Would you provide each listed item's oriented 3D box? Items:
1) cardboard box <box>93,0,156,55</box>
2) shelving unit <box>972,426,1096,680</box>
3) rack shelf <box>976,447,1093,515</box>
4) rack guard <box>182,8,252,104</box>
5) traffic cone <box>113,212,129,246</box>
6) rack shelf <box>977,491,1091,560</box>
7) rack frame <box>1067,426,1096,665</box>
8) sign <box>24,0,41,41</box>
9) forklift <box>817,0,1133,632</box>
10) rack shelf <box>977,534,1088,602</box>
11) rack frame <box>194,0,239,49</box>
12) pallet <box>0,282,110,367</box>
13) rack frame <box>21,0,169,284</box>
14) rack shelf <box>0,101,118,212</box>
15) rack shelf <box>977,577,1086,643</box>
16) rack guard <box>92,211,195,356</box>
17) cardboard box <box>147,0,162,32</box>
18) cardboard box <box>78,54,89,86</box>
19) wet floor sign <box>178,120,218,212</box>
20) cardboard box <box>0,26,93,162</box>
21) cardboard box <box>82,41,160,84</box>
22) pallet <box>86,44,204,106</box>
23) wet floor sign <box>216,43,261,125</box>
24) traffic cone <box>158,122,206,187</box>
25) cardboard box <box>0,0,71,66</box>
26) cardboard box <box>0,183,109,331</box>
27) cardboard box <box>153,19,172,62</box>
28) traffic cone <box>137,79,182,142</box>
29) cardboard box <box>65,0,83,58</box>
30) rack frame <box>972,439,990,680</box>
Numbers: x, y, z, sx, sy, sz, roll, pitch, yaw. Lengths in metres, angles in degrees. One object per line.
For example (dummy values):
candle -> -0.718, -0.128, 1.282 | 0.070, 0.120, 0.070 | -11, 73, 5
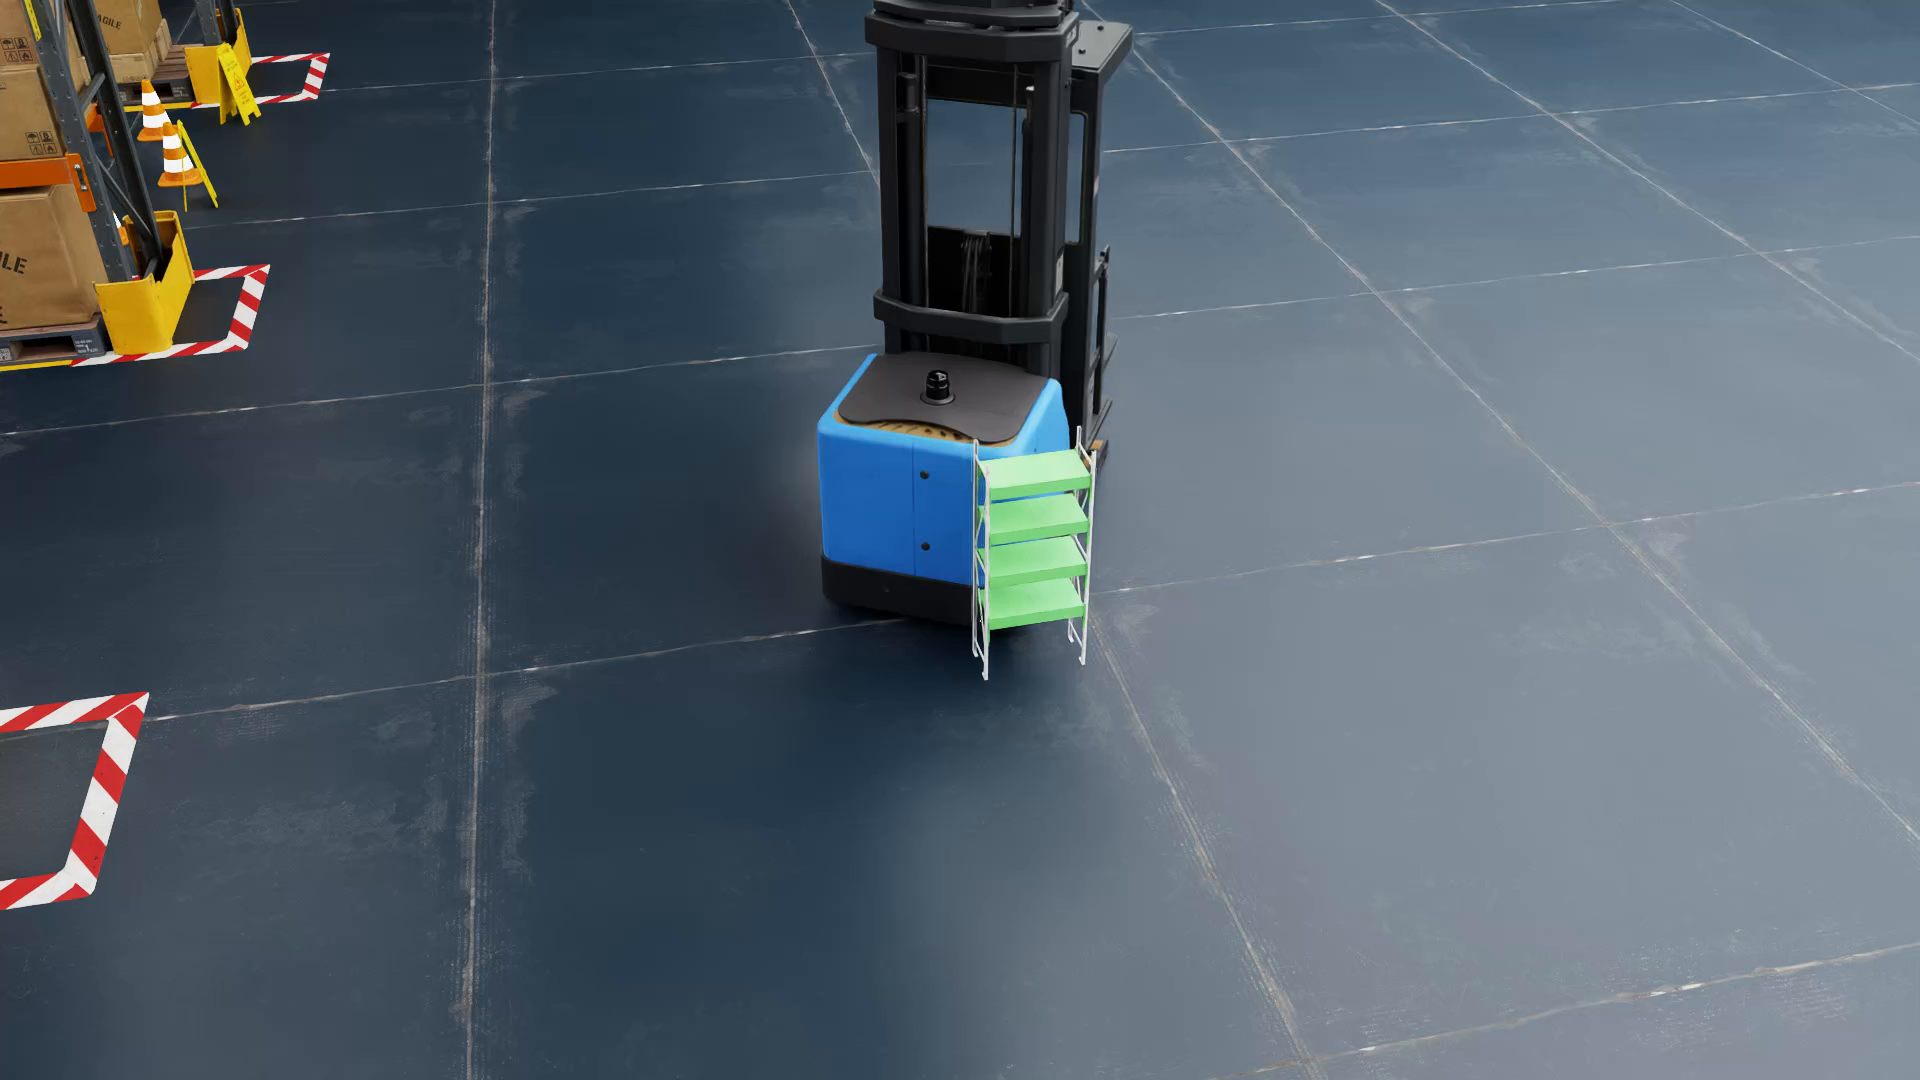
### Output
cardboard box -> -7.370, -4.547, 14.475 | 0.500, 0.500, 0.500 | -7, 34, -10
shelving unit -> 0.334, 0.076, 7.784 | 0.503, 1.200, 0.258 | -8, 35, -12
rack shelf -> 0.334, -0.270, 7.552 | 0.480, 0.148, 0.258 | -8, 35, -12
rack guard -> -6.720, -4.396, 15.075 | 0.348, 0.500, 1.175 | -7, 35, -11
traffic cone -> -6.287, -2.419, 12.162 | 0.334, 0.463, 0.336 | -7, 35, -11
rack shelf -> 0.334, -0.071, 7.685 | 0.480, 0.148, 0.258 | -8, 35, -12
rack frame -> 0.570, 0.043, 7.833 | 0.015, 1.200, 0.240 | -8, 35, -12
sign -> -5.350, -3.048, 9.572 | 0.005, 0.325, 0.100 | -7, 35, -11
forklift -> 0.224, -1.583, 8.701 | 1.130, 2.935, 3.031 | 10, 35, 14
rack shelf -> 0.334, 0.129, 7.819 | 0.480, 0.148, 0.258 | -8, 35, -12
rack frame -> -6.646, -5.443, 14.393 | 0.127, 3.000, 1.000 | -7, 35, -11
pallet -> -6.218, -1.467, 10.969 | 1.213, 0.211, 1.003 | -7, 35, -11
rack frame -> -5.456, -2.766, 10.402 | 0.127, 3.000, 1.000 | -7, 35, -11
rack shelf -> -7.407, -2.221, 10.236 | 4.000, 0.370, 1.077 | -7, 35, -11
rack shelf -> 0.334, 0.328, 7.953 | 0.480, 0.148, 0.258 | -8, 35, -12
rack guard -> -5.432, -1.731, 11.103 | 0.348, 0.500, 1.175 | -7, 35, -11
cardboard box -> -7.517, -4.835, 14.904 | 0.500, 0.500, 0.500 | -8, 35, -12
cardboard box -> -7.882, -4.171, 14.588 | 0.500, 0.250, 0.500 | -7, 35, -10
wet floor sign -> -5.864, -2.868, 12.667 | 0.232, 0.644, 0.267 | -13, 36, -19
cardboard box -> -5.808, -2.758, 10.256 | 0.550, 0.550, 0.875 | -7, 35, -11
cardboard box -> -7.399, -4.228, 14.672 | 0.500, 0.250, 0.500 | -7, 35, -11
pallet -> -7.521, -4.196, 15.036 | 1.213, 0.211, 1.003 | -7, 35, -11
wet floor sign -> -6.225, -3.908, 14.217 | 0.232, 0.644, 0.267 | 4, 34, 6
traffic cone -> -6.205, -3.075, 13.139 | 0.334, 0.463, 0.336 | -7, 35, -11
cardboard box -> -5.826, -3.252, 10.023 | 0.550, 0.550, 0.875 | -7, 35, -11
cardboard box -> -6.103, -1.938, 10.700 | 0.875, 0.875, 0.875 | -7, 34, -10
cardboard box -> -7.494, -4.527, 15.118 | 0.500, 0.250, 0.500 | -7, 35, -11
traffic cone -> -6.781, -3.636, 13.976 | 0.334, 0.463, 0.336 | -7, 35, -11
cardboard box -> -7.879, -4.481, 14.377 | 0.500, 0.500, 0.500 | -6, 34, -9
rack frame -> 0.097, 0.109, 7.734 | 0.015, 1.200, 0.240 | -8, 35, -12
